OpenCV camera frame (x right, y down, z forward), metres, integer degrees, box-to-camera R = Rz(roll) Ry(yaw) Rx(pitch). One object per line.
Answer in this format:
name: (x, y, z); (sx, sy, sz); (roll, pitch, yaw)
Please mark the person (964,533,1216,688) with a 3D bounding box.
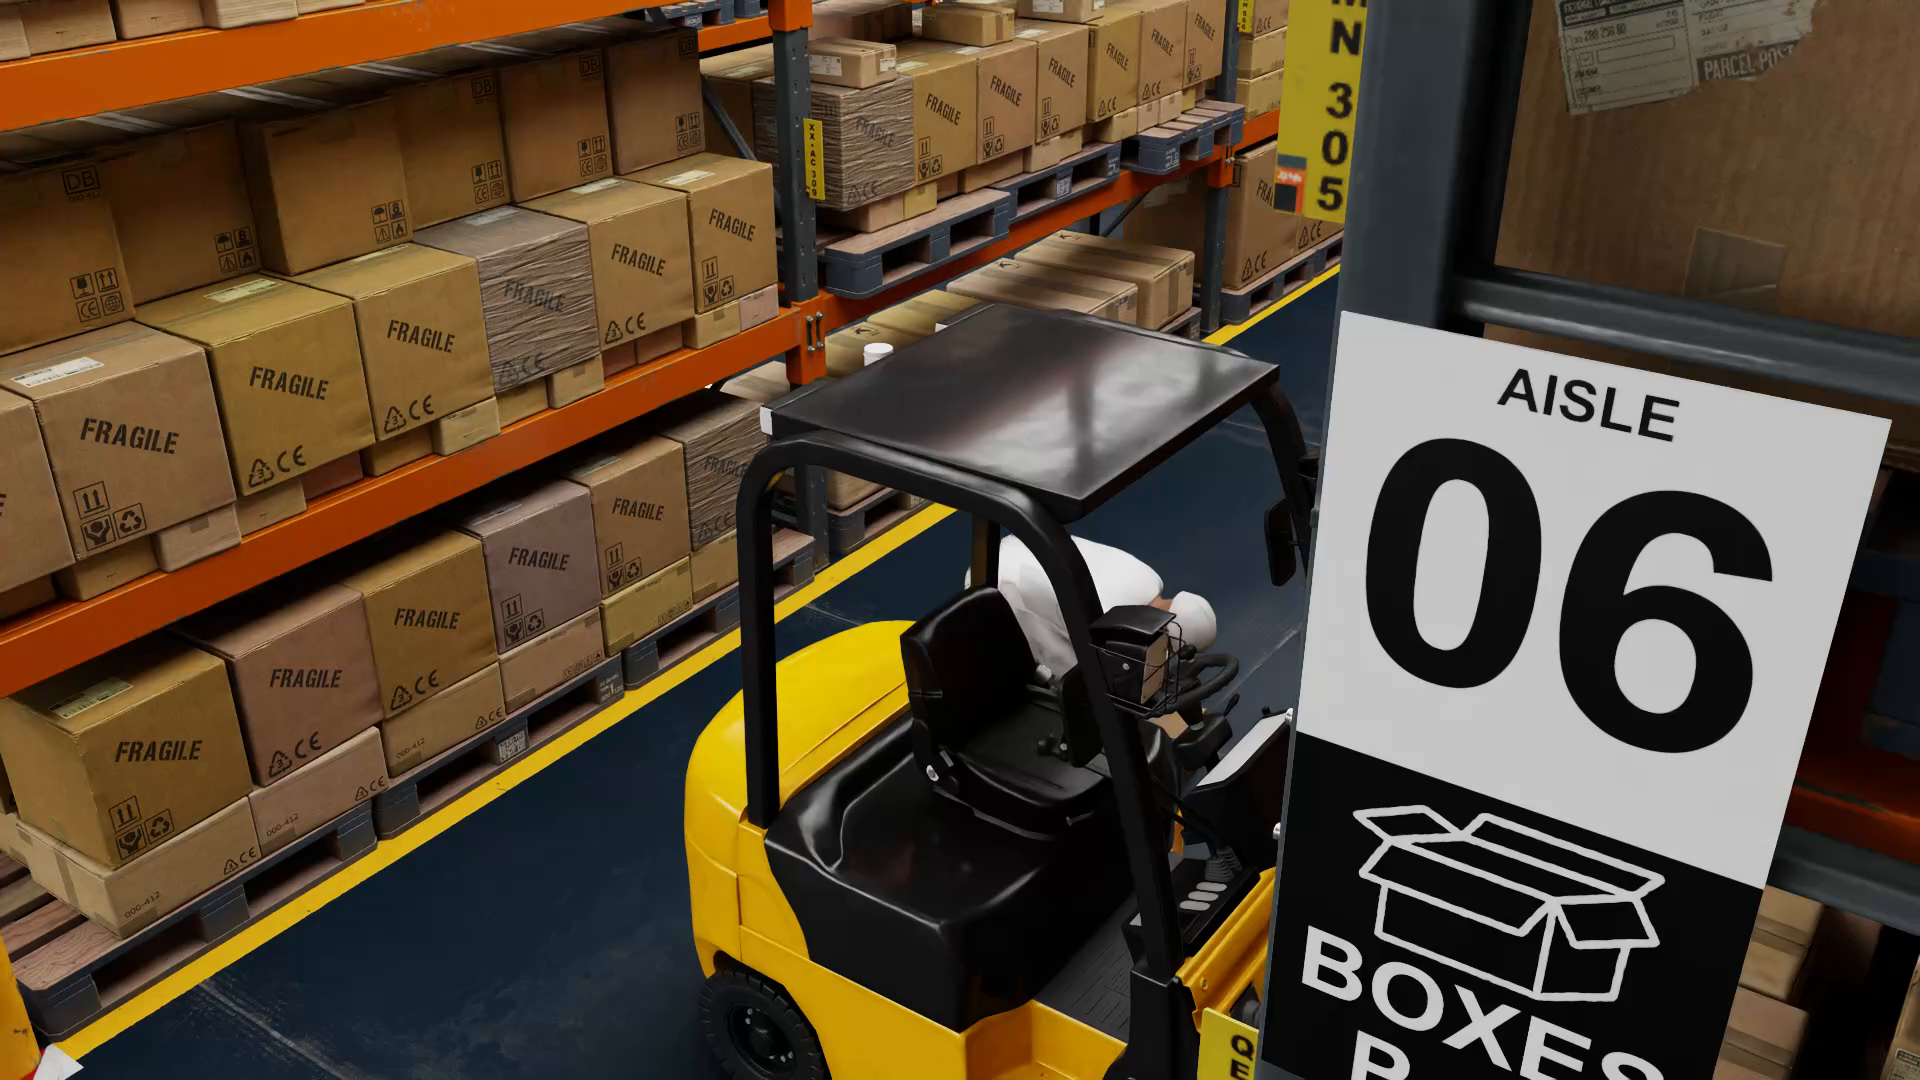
person: (0.502, 0.423, 6.297); (0.968, 0.861, 0.514); (16, 31, 29)
